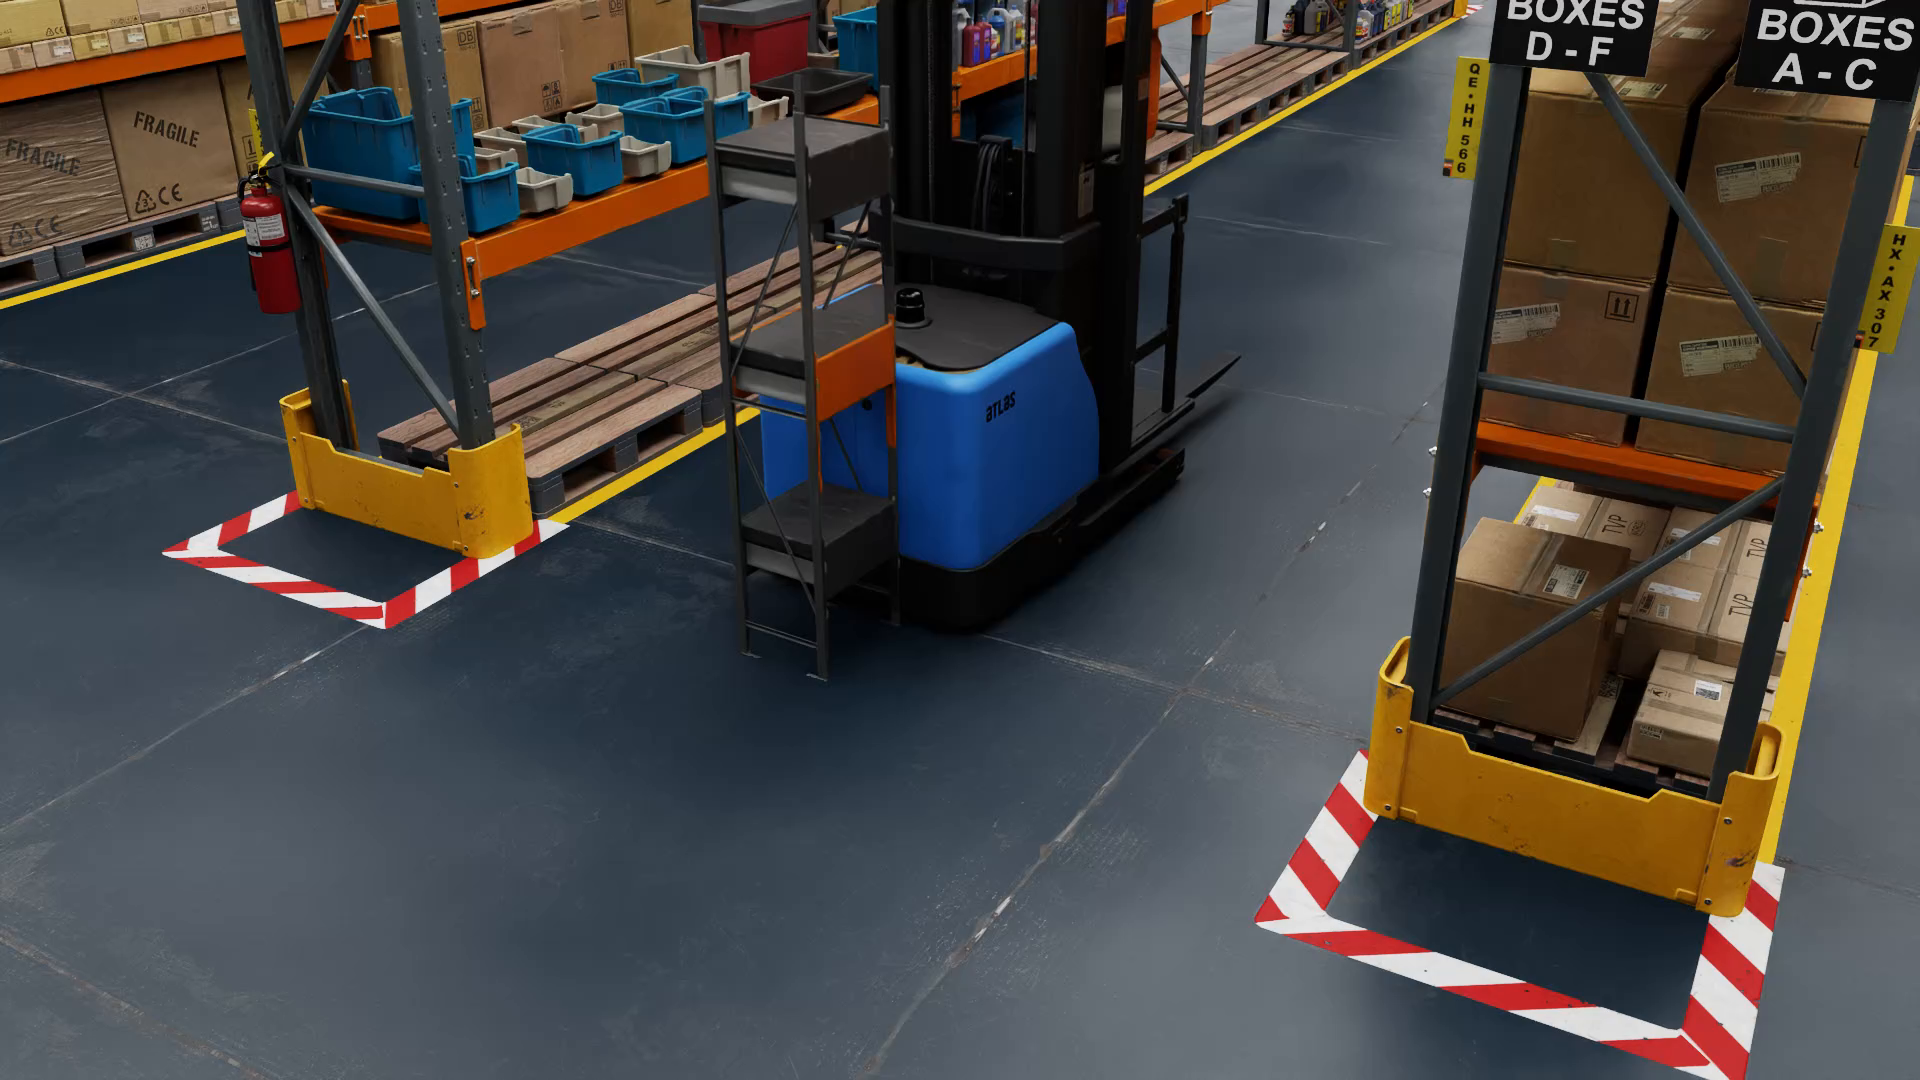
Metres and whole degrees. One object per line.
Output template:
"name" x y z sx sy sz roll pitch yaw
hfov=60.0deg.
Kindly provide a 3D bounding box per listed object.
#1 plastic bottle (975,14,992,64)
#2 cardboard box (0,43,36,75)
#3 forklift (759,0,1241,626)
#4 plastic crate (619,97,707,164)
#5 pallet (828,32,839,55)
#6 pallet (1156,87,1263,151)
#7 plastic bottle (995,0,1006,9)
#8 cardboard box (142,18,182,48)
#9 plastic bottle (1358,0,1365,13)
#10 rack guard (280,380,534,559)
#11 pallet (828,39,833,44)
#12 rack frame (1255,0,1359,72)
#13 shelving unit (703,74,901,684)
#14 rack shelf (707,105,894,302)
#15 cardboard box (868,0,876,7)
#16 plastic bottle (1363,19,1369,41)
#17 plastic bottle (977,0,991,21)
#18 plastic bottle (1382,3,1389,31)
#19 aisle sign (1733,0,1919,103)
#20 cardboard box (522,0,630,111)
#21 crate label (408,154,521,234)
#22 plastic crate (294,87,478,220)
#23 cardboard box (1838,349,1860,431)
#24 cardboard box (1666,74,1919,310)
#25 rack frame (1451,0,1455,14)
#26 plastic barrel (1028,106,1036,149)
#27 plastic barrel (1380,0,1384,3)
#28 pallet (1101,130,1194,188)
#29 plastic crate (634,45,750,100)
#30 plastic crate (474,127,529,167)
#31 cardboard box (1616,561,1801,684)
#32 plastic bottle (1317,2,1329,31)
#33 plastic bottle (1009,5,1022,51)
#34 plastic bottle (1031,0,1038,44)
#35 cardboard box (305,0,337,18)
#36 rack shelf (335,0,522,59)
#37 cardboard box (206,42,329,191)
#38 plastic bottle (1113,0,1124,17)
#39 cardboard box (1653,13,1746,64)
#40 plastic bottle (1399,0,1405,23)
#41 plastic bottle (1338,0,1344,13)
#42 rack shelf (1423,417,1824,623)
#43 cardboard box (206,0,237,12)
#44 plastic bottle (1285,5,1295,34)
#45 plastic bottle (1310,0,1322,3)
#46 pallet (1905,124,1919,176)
"plastic bottle" 0.141 -3.064 10.150 0.061 0.283 0.133 14 30 26
"cardboard box" -5.791 -2.901 9.975 0.380 0.149 0.250 14 30 25
"forklift" 0.393 -1.595 7.162 1.130 2.935 3.031 15 30 28
"plastic crate" -1.388 -1.945 7.905 0.416 0.233 0.300 14 30 26
"pallet" -1.834 -5.196 17.393 1.003 0.211 1.213 14 30 26
"pallet" 1.906 -3.620 14.247 1.003 0.211 1.213 14 30 26
"plastic bottle" 0.233 -3.853 11.650 0.144 0.351 0.185 14 30 26
"cardboard box" -5.285 -3.302 10.775 0.380 0.149 0.250 14 30 25
"plastic bottle" 4.092 -5.400 17.154 0.144 0.351 0.185 14 30 26
"rack guard" -2.445 -0.326 7.343 1.175 0.500 0.348 14 30 26
"pallet" -1.235 -5.673 18.347 1.003 0.211 1.213 14 30 26
"rack frame" 3.459 -6.133 16.150 1.000 3.000 0.127 14 30 26
"shelving unit" -0.537 -0.547 5.998 0.431 2.100 0.503 15 30 28
"rack shelf" -0.537 -1.161 5.690 0.431 0.518 0.480 15 30 28
"cardboard box" -1.174 -6.068 18.322 0.700 0.500 0.500 12 29 22
"plastic bottle" 4.097 -5.185 16.892 0.097 0.201 0.097 0 27 0
"plastic bottle" 0.162 -3.644 11.322 0.097 0.271 0.097 0 27 0
"plastic bottle" 4.428 -5.467 17.363 0.061 0.283 0.133 16 31 28
"aisle sign" 2.089 -1.435 3.862 0.394 0.787 0.004 14 30 26
"cardboard box" -3.624 -4.292 14.378 1.225 0.875 0.875 14 30 26
"crate label" -2.036 -1.432 6.879 0.416 0.233 0.303 14 30 26
"plastic crate" -2.442 -1.670 7.130 0.616 0.435 0.499 14 30 26
"cardboard box" 3.801 -0.717 7.633 0.500 0.500 0.500 14 30 26
"cardboard box" 2.314 -0.971 4.609 0.500 0.500 0.500 15 30 28
"rack frame" 5.427 -7.692 19.265 1.000 3.000 0.127 14 30 26
"plastic barrel" 0.510 -2.775 11.753 0.421 0.512 0.421 0 27 0
"plastic barrel" 4.923 -6.298 18.791 0.421 0.512 0.421 0 27 0
"pallet" 1.140 -3.011 13.028 1.003 0.211 1.213 14 30 26
"plastic crate" -1.388 -2.434 8.827 0.437 0.282 0.530 14 30 26
"plastic crate" -2.046 -1.833 7.787 0.396 0.136 0.243 14 30 26
"cardboard box" 2.627 0.325 5.831 0.500 0.250 0.500 14 30 26
"plastic bottle" 3.761 -5.478 17.394 0.152 0.276 0.135 14 30 26
"plastic bottle" 0.344 -3.236 10.507 0.097 0.271 0.097 0 27 0
"plastic bottle" 0.512 -3.358 10.737 0.061 0.283 0.133 14 30 26
"cardboard box" -4.654 -3.802 11.776 0.380 0.149 0.250 14 30 26
"rack shelf" -3.805 -4.564 13.819 1.077 0.370 4.000 14 30 26
"cardboard box" -5.183 -3.104 12.004 0.875 0.875 0.875 14 30 26
"plastic bottle" 1.101 -3.825 11.670 0.061 0.283 0.133 14 30 26
"cardboard box" 2.345 -1.490 5.647 0.500 0.500 0.500 15 30 27
"plastic bottle" 4.689 -5.712 17.861 0.152 0.276 0.135 13 30 25
"plastic bottle" 4.213 -5.959 18.437 0.097 0.201 0.097 0 27 0
"rack shelf" 2.850 -0.822 6.344 1.077 0.370 4.000 14 30 26
"cardboard box" -5.030 -3.740 11.205 0.500 0.250 0.500 15 30 28
"plastic bottle" 3.408 -5.375 17.180 0.061 0.283 0.133 16 31 29
"plastic bottle" 3.778 -5.660 17.674 0.144 0.351 0.185 14 30 26
"pallet" 4.322 -2.124 8.357 1.003 0.211 1.213 14 30 26
